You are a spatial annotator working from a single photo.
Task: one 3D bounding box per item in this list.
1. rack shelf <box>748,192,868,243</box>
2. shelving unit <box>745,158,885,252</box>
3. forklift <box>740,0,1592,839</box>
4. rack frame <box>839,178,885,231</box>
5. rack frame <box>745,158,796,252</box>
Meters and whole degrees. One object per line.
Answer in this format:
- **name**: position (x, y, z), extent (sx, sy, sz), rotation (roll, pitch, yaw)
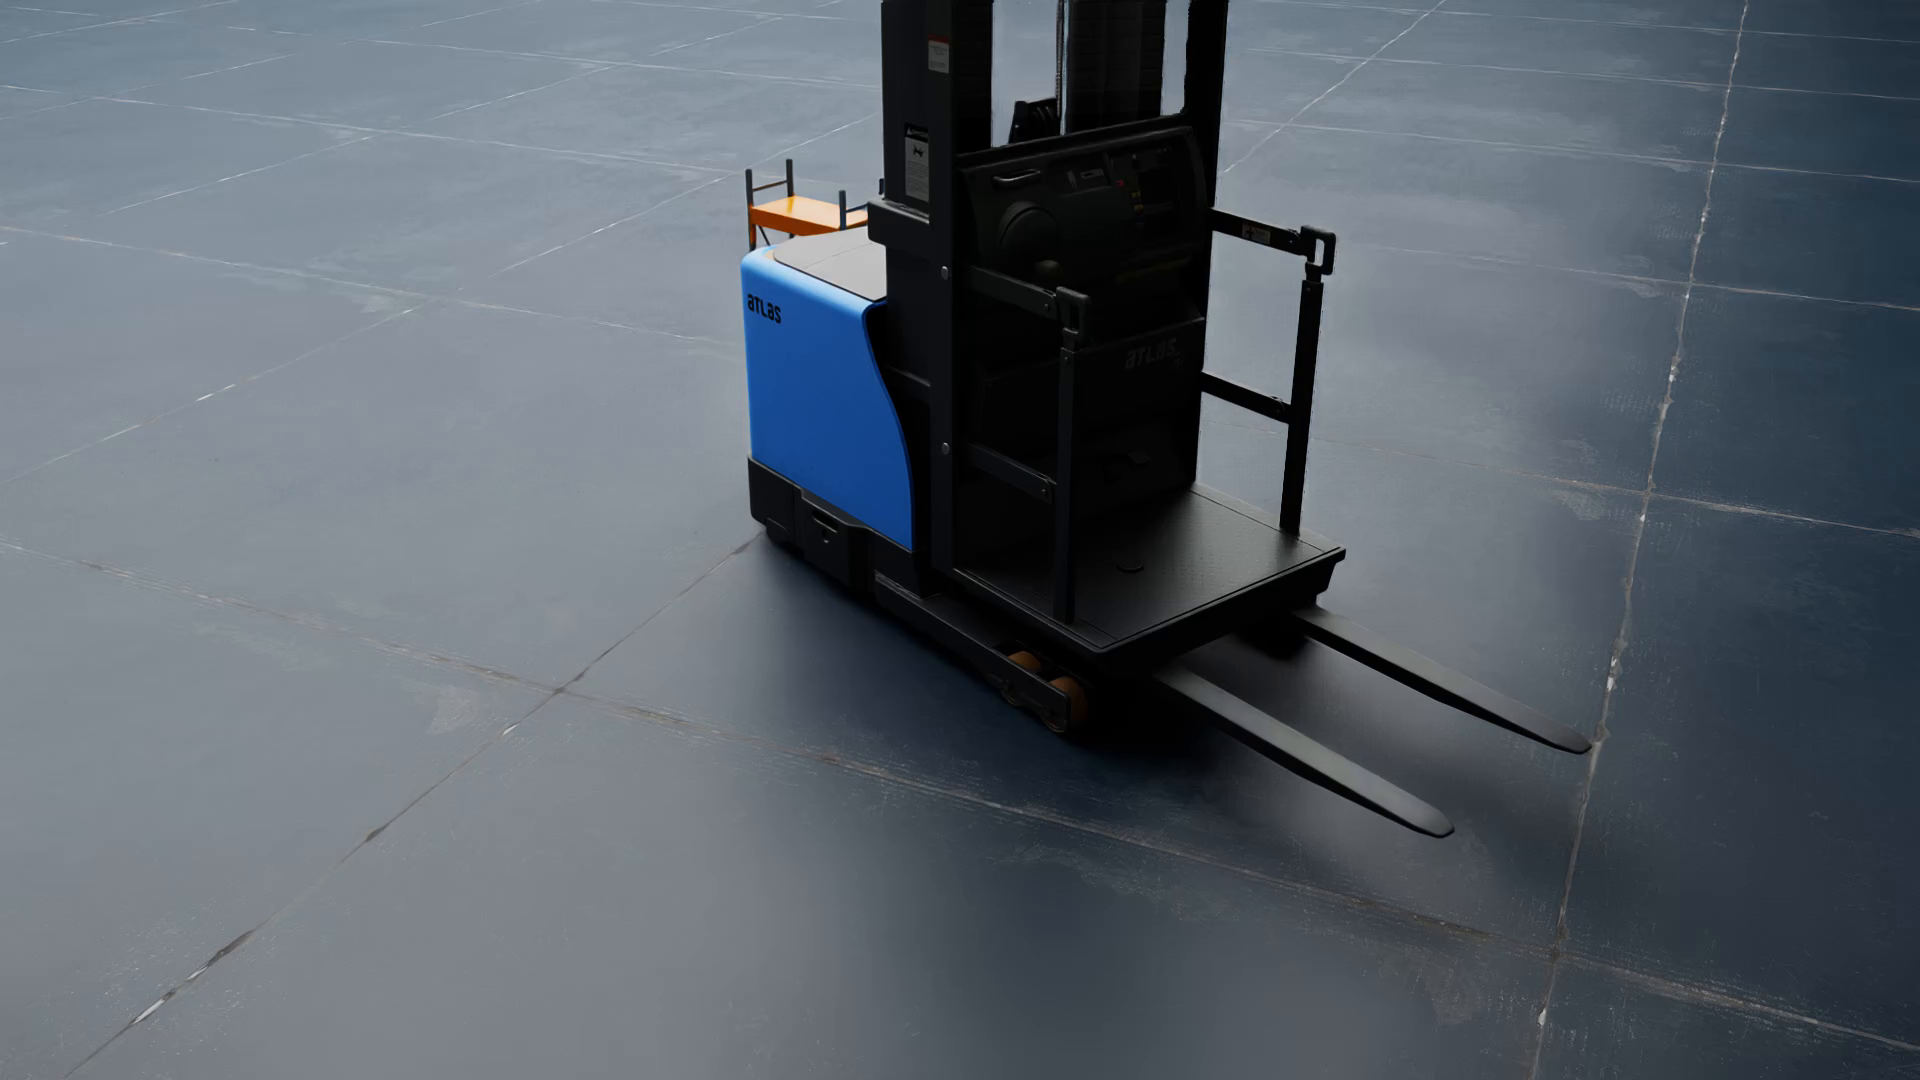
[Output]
- **rack shelf**: position (-0.549, -1.195, 6.367), extent (0.480, 0.148, 0.258), rotation (20, 33, 35)
- **shelving unit**: position (-0.549, -0.843, 6.540), extent (0.503, 1.200, 0.258), rotation (20, 33, 35)
- **forklift**: position (0.526, -0.984, 4.868), extent (1.130, 2.935, 3.031), rotation (-19, 32, -34)
- **rack frame**: position (-0.360, -0.774, 6.401), extent (0.015, 1.200, 0.240), rotation (20, 33, 35)
- **rack frame**: position (-0.737, -0.911, 6.679), extent (0.015, 1.200, 0.240), rotation (20, 33, 35)
